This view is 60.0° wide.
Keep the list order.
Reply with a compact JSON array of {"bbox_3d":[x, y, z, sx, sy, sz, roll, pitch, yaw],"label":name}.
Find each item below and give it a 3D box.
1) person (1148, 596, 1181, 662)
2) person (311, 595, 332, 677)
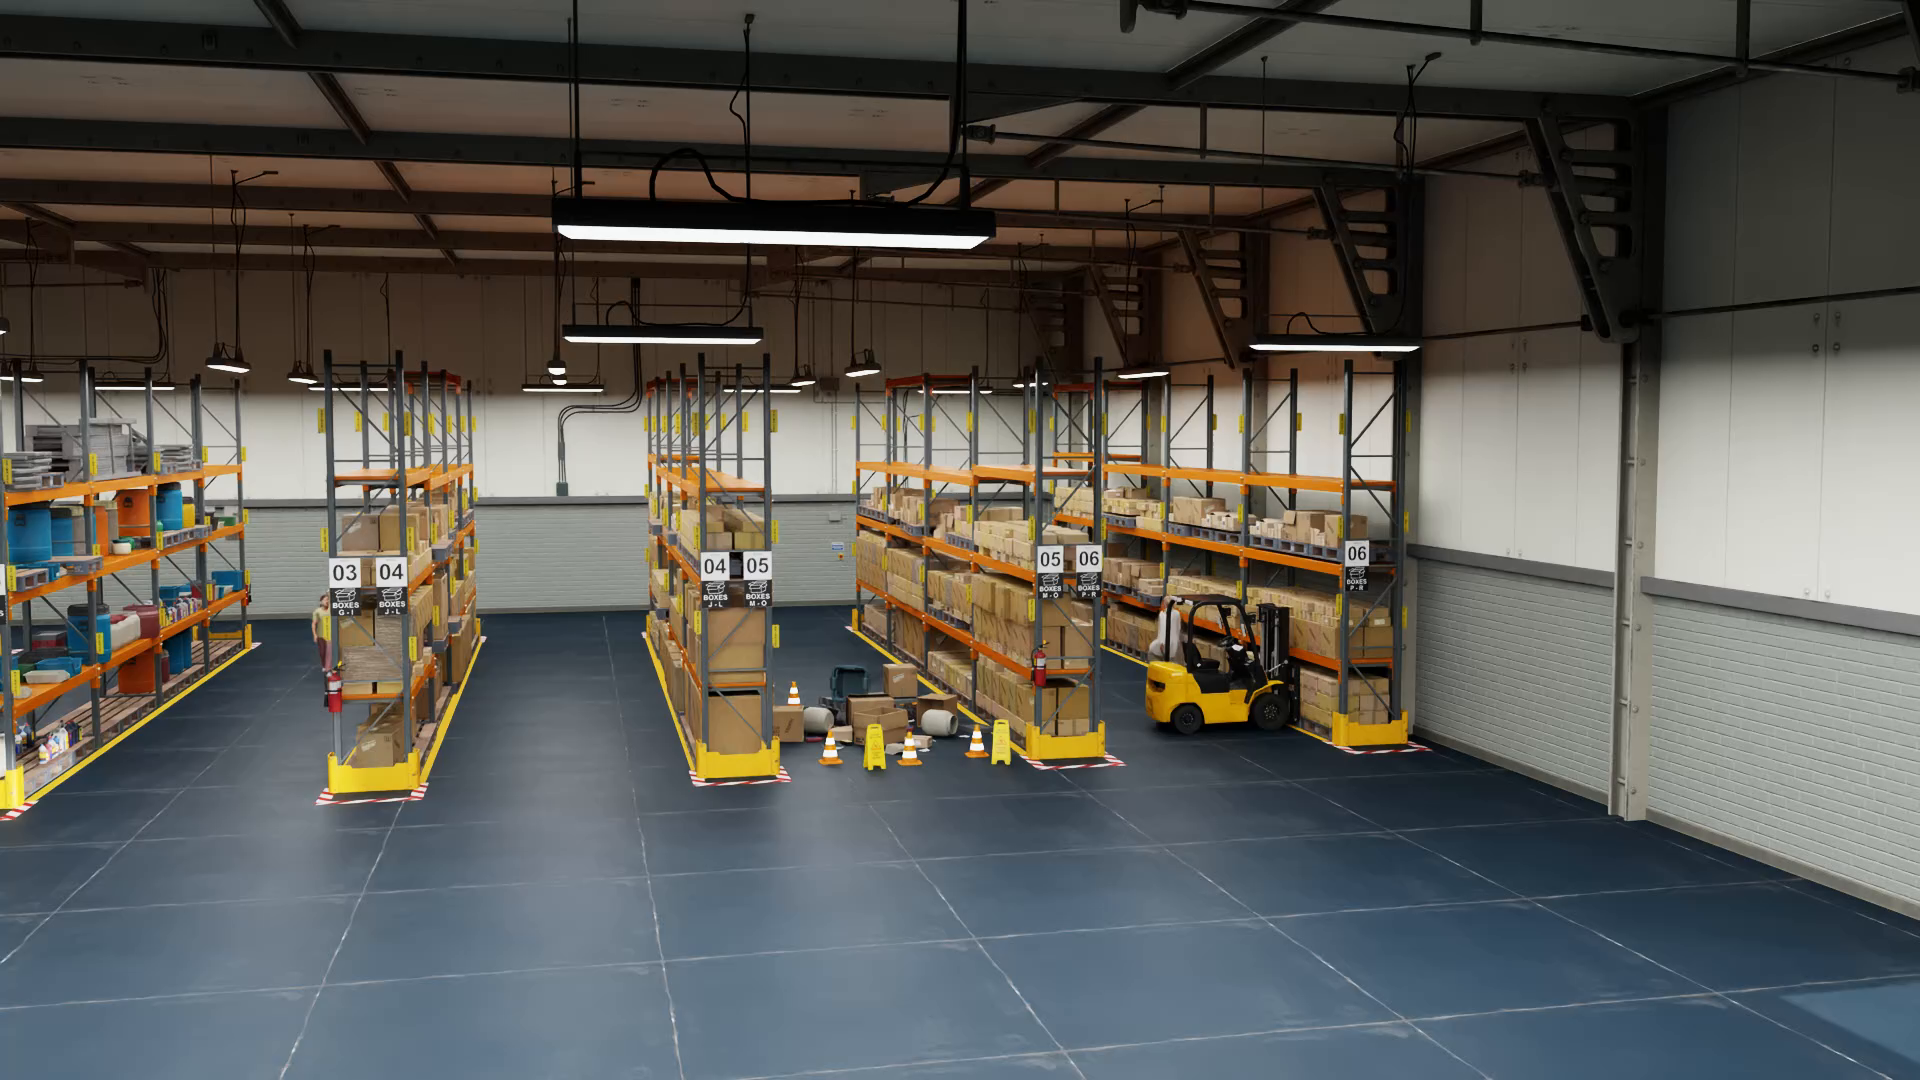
[{"bbox_3d":[3.831,1.845,30.564,0.597,1.644,0.715,-2,4,-26],"label":"person"},{"bbox_3d":[-12.627,1.890,32.985,0.423,1.612,1.082,-1,4,-16],"label":"person"}]
